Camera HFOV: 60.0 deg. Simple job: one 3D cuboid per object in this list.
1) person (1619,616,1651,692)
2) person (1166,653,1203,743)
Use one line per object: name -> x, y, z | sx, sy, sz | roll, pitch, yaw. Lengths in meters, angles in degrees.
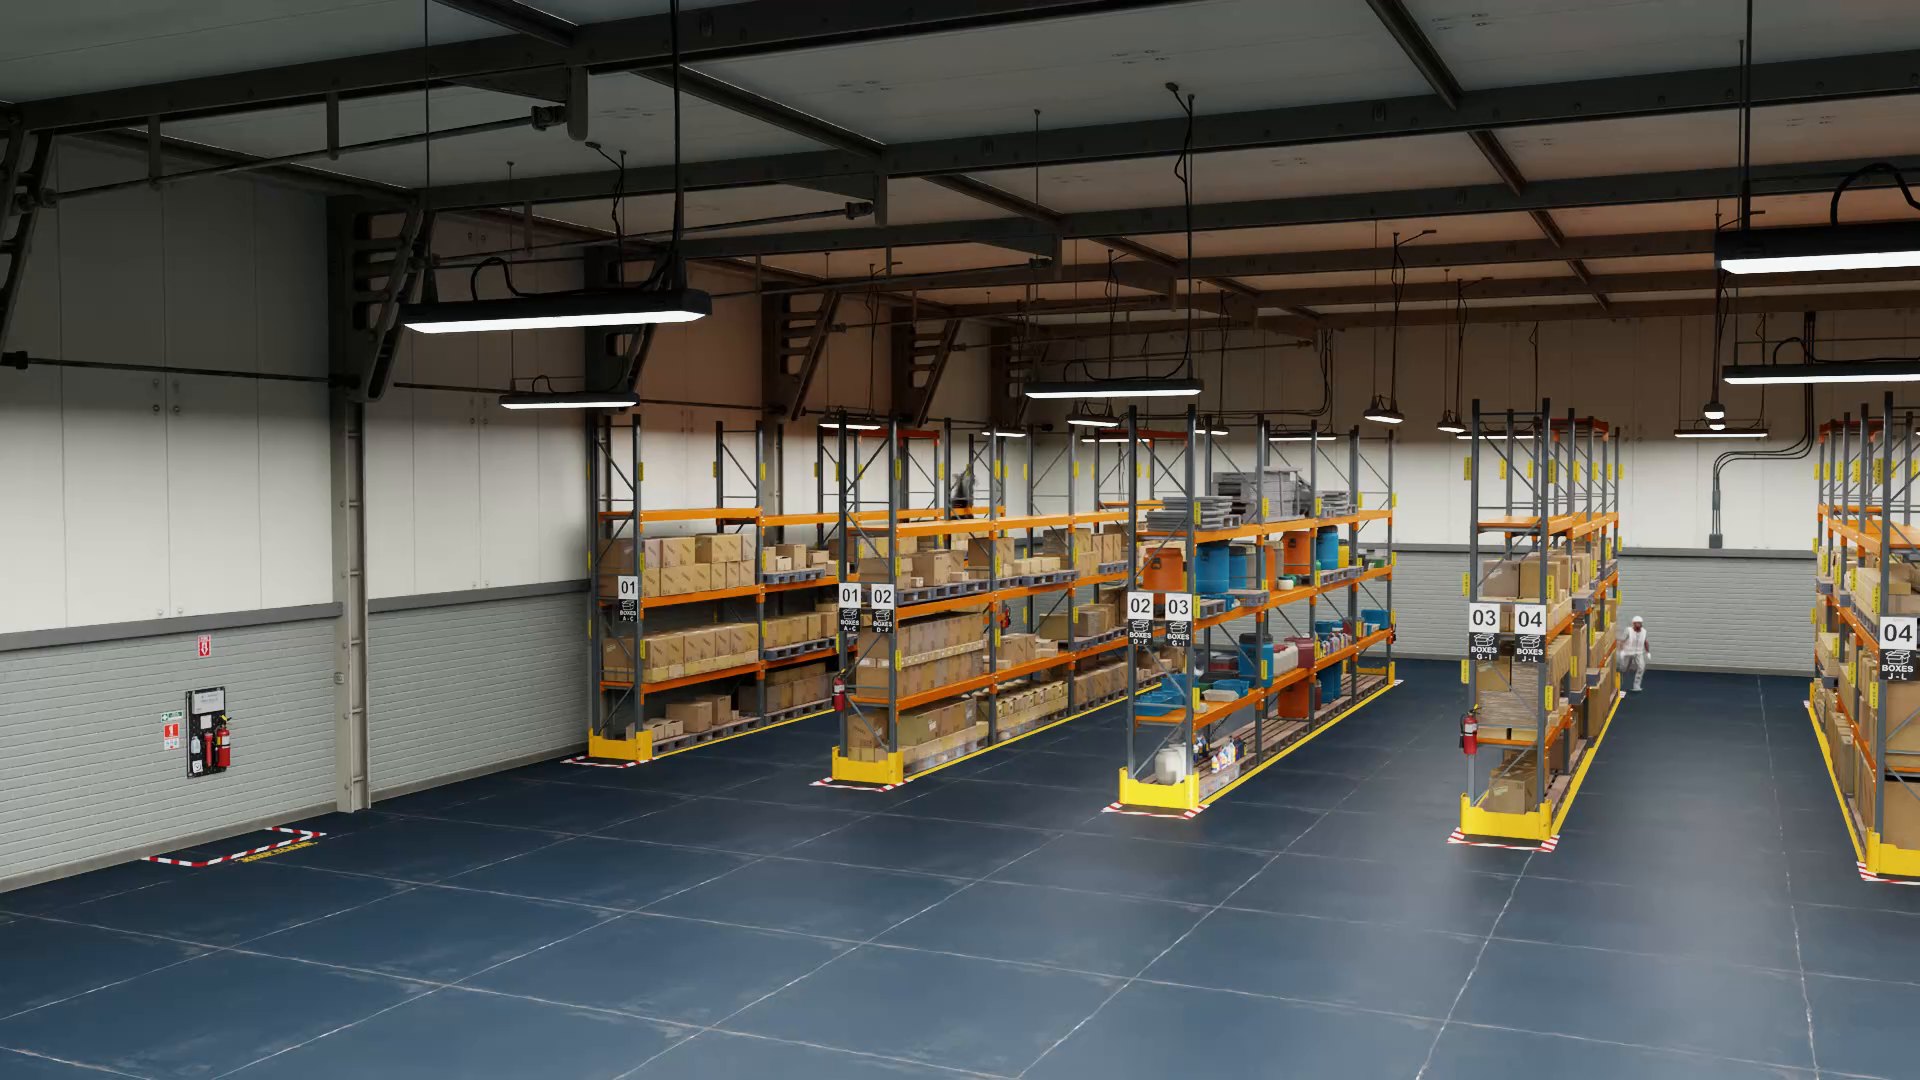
person -> 15.400, 2.585, 38.061 | 0.736, 1.724, 0.894 | 0, 2, 0
person -> 4.203, 2.882, 30.442 | 0.905, 1.661, 0.645 | -1, 3, -22
